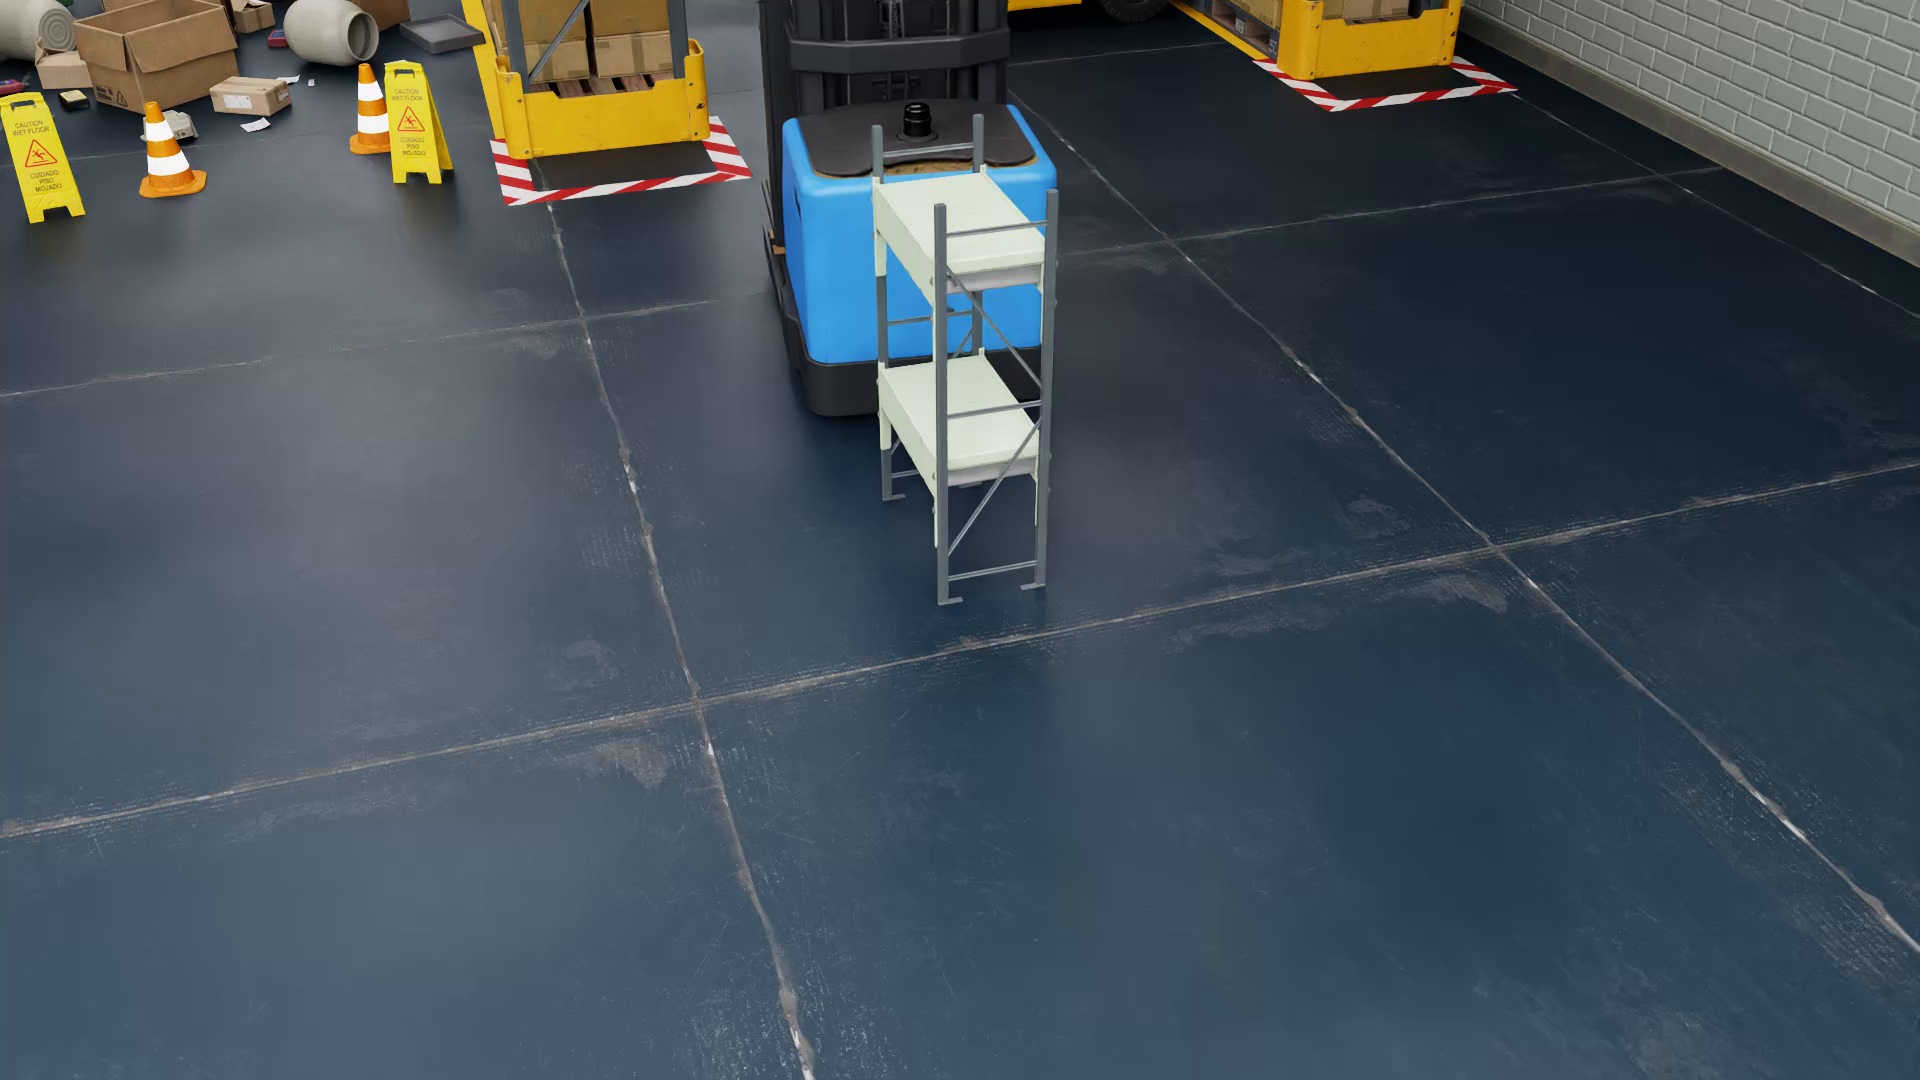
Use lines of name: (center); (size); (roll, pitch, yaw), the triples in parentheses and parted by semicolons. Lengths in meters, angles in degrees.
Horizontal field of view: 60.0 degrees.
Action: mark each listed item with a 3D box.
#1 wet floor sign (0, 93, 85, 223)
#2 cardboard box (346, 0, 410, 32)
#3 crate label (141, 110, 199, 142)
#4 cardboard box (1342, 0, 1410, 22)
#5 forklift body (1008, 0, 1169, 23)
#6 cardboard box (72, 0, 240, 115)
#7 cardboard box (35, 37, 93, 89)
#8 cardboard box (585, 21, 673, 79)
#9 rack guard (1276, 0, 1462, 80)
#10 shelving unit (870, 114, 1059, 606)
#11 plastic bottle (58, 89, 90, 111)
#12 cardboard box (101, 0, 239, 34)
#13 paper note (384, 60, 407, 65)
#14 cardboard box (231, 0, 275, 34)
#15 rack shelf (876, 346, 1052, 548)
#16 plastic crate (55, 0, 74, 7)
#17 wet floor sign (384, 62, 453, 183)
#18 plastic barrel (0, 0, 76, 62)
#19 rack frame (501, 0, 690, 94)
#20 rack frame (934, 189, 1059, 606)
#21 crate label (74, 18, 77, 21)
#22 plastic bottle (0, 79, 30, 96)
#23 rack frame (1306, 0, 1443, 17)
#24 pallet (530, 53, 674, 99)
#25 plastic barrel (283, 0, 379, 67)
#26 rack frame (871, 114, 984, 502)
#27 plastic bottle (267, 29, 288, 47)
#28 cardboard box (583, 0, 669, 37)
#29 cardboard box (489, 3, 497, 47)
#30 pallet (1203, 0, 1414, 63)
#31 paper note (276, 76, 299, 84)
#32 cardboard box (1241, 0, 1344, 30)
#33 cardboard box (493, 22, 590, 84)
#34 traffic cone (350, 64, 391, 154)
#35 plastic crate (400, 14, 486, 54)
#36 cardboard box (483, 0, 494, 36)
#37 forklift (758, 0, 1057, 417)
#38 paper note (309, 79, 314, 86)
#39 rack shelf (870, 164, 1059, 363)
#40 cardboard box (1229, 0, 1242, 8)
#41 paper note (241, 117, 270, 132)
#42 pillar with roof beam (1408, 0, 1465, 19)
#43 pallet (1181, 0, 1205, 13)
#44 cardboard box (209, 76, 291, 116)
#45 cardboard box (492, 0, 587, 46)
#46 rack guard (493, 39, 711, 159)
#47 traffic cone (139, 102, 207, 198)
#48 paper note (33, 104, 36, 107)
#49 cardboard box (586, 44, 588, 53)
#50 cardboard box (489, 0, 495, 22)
wet floor sign: (-4.841, -2.029, 8.735); (0.267, 0.644, 0.232); (-16, 37, -23)
cardboard box: (-4.241, -3.846, 11.614); (0.500, 0.500, 0.500); (13, 36, 18)
crate label: (-4.664, -2.431, 9.804); (0.298, 0.136, 0.250); (27, 42, 34)
cardboard box: (2.710, -3.734, 11.294); (0.500, 0.250, 0.500); (-10, 35, -15)
forklift body: (0.358, -4.750, 11.488); (2.313, 2.155, 1.214); (-10, 35, -15)
cardboard box: (-4.999, -3.034, 10.385); (0.637, 0.503, 0.797); (19, 38, 26)
cardboard box: (-5.677, -3.060, 10.640); (0.396, 0.266, 0.258); (-4, 34, -6)
cardboard box: (-2.035, -3.077, 10.299); (0.500, 0.250, 0.500); (-10, 35, -15)
rack guard: (2.681, -3.360, 10.881); (1.175, 0.500, 0.348); (-10, 35, -15)
shelving unit: (0.002, -0.622, 5.831); (0.431, 1.500, 0.755); (-10, 35, -15)
plastic bottle: (-5.522, -2.743, 10.346); (0.133, 0.061, 0.283); (-23, 40, -31)
cardboard box: (-5.292, -3.580, 11.088); (0.797, 0.637, 0.503); (-10, 35, -15)
paper note: (-3.716, -3.152, 10.993); (0.142, 0.019, 0.148); (-23, 40, -31)
cardboard box: (-5.068, -3.750, 11.684); (0.396, 0.266, 0.258); (19, 38, 26)
rack shelf: (0.002, -0.350, 6.011); (0.431, 0.370, 0.720); (-10, 35, -15)
plastic crate: (-6.655, -3.773, 11.738); (0.450, 0.188, 0.662); (-2, 32, 16)
wet floor sign: (-3.013, -2.317, 9.171); (0.267, 0.644, 0.232); (1, 33, 2)
plastic barrel: (-6.149, -3.381, 10.983); (0.512, 0.421, 0.421); (13, 36, 18)
rack frame: (-2.052, -3.579, 8.945); (1.000, 3.000, 0.127); (-10, 35, -15)
rack frame: (0.114, -0.430, 5.540); (0.400, 1.500, 0.023); (-10, 35, -15)
crate label: (-6.226, -3.518, 11.449); (0.250, 0.136, 0.298); (19, 38, 26)
plastic bottle: (-6.051, -2.862, 10.525); (0.283, 0.061, 0.133); (-23, 40, -31)
rack frame: (2.674, -4.416, 10.211); (1.000, 3.000, 0.127); (-10, 35, -15)
pallet: (-2.290, -2.888, 10.429); (1.003, 0.211, 1.213); (-10, 35, -15)
plastic barrel: (-4.124, -3.334, 10.911); (0.512, 0.421, 0.421); (13, 36, 18)
rack frame: (-0.110, -0.814, 6.122); (0.400, 1.500, 0.023); (-10, 35, -15)
plastic bottle: (-4.665, -3.460, 11.431); (0.133, 0.061, 0.283); (-4, 34, -6)
cardboard box: (-2.043, -3.402, 10.111); (0.500, 0.500, 0.500); (-11, 35, -16)
cardboard box: (-2.706, -3.259, 10.575); (0.500, 0.250, 0.500); (-10, 35, -15)
pallet: (2.401, -3.647, 11.577); (1.003, 0.211, 1.213); (-10, 35, -15)
paper note: (-4.353, -2.968, 10.724); (0.148, 0.019, 0.142); (1, 33, 2)
cardboard box: (2.229, -3.637, 11.147); (0.500, 0.250, 0.500); (-10, 35, -14)
cardboard box: (-2.562, -2.999, 10.180); (0.500, 0.250, 0.500); (-10, 35, -15)
traffic cone: (-3.412, -2.529, 9.658); (0.336, 0.463, 0.334); (-10, 35, -15)
plastic crate: (-3.574, -3.499, 11.472); (0.402, 0.080, 0.583); (-23, 40, -31)
cardboard box: (-2.871, -3.533, 10.989); (0.500, 0.250, 0.500); (-11, 35, -16)
forklift: (-0.377, -2.537, 7.431); (1.130, 2.935, 3.031); (-6, 34, -9)
paper note: (-4.171, -2.942, 10.693); (0.032, 0.001, 0.123); (-10, 35, -15)
rack shelf: (0.002, -0.948, 5.616); (0.431, 0.370, 0.720); (-10, 35, -15)
cardboard box: (2.087, -3.900, 11.544); (0.500, 0.250, 0.500); (-10, 35, -15)
paper note: (-4.236, -2.502, 10.008); (0.148, 0.019, 0.142); (-23, 40, -31)
pillar with roof beam: (-0.780, -6.712, 8.244); (9.100, 9.000, 0.400); (-10, 35, -15)
pallet: (2.032, -4.286, 12.545); (1.003, 0.211, 1.213); (-10, 35, -15)
cardboard box: (-4.376, -2.738, 10.258); (0.380, 0.149, 0.250); (7, 34, 10)
cardboard box: (-2.545, -3.297, 9.951); (0.500, 0.500, 0.500); (-10, 35, -14)
rack guard: (-2.076, -2.576, 9.695); (1.175, 0.500, 0.348); (-10, 35, -15)
traffic cone: (-4.365, -2.164, 9.105); (0.336, 0.463, 0.334); (-10, 35, -15)
paper note: (-5.754, -2.685, 10.304); (0.032, 0.001, 0.123); (7, 34, 10)
cardboard box: (-2.184, -3.346, 10.706); (0.500, 0.250, 0.500); (-9, 34, -13)
cardboard box: (-2.707, -3.570, 10.365); (0.500, 0.500, 0.500); (-9, 34, -13)
